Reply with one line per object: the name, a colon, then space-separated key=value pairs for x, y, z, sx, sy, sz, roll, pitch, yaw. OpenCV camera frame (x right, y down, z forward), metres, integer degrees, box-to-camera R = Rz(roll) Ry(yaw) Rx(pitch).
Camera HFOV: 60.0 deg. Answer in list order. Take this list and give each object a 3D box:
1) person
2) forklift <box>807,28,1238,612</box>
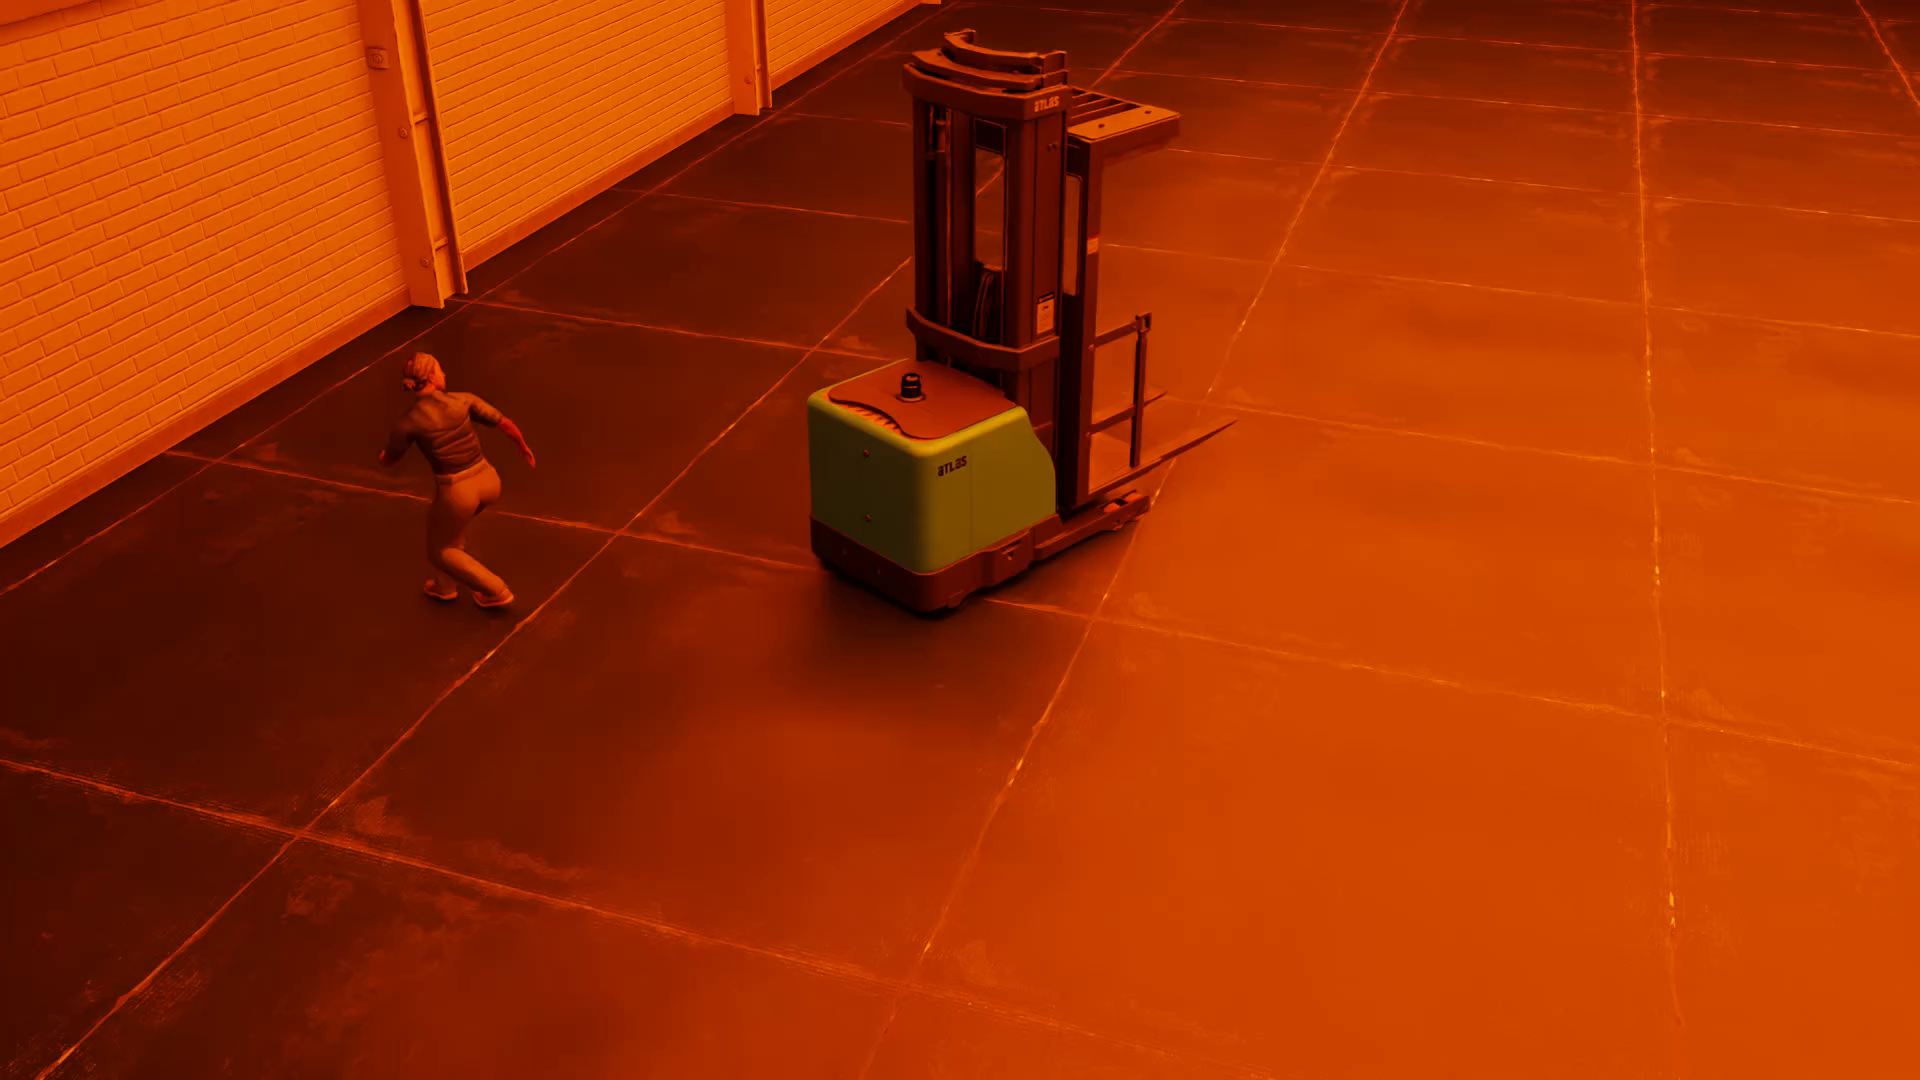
person: x=-2.780 y=-0.363 z=9.215 sx=0.805 sy=1.533 sz=0.785 roll=24 pitch=37 yaw=35
forklift: x=0.534 y=-1.496 z=9.760 sx=3.031 sy=2.935 sz=1.130 roll=-25 pitch=38 yaw=-37
